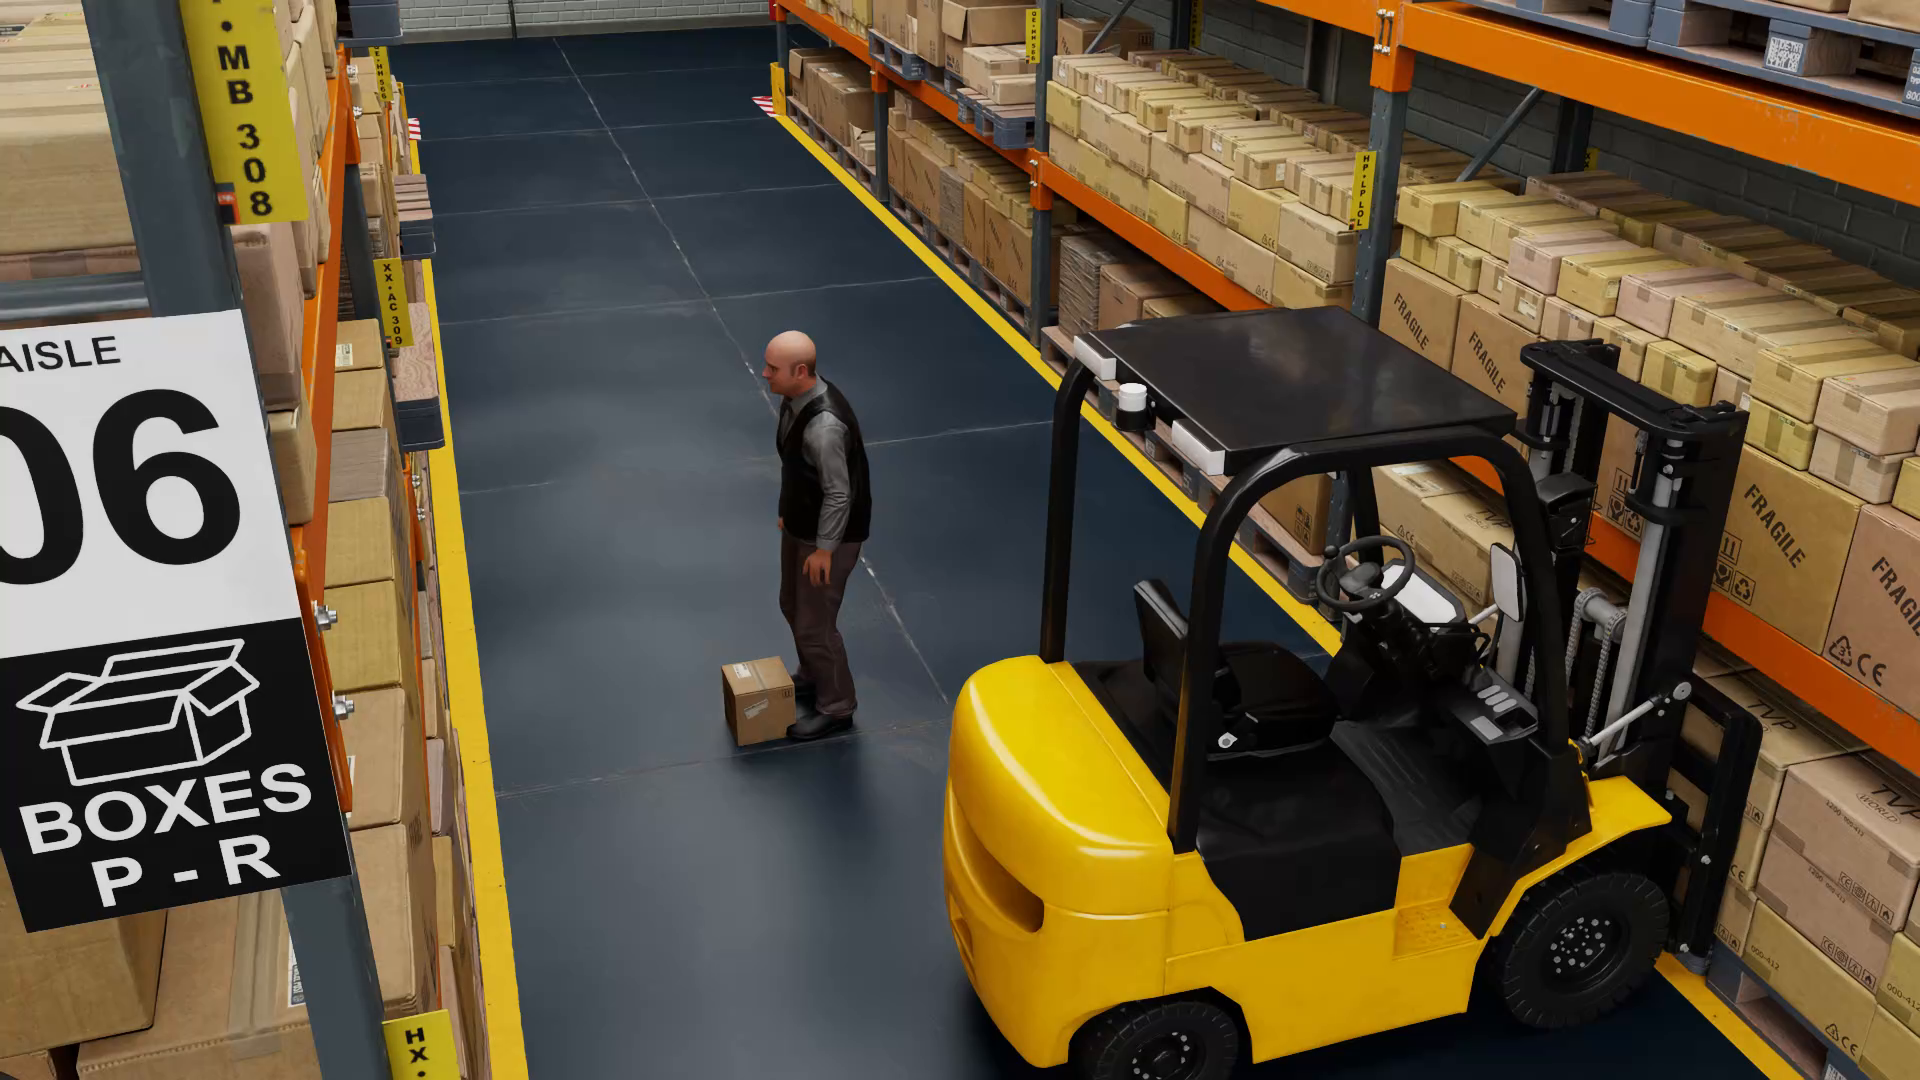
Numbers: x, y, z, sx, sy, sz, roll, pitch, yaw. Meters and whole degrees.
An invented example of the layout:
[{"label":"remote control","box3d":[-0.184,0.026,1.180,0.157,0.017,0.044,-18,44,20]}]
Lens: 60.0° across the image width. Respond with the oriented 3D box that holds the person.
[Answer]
[{"label":"person","box3d":[-0.573,-0.035,6.712,0.417,1.720,0.579,-9,28,-17]}]
